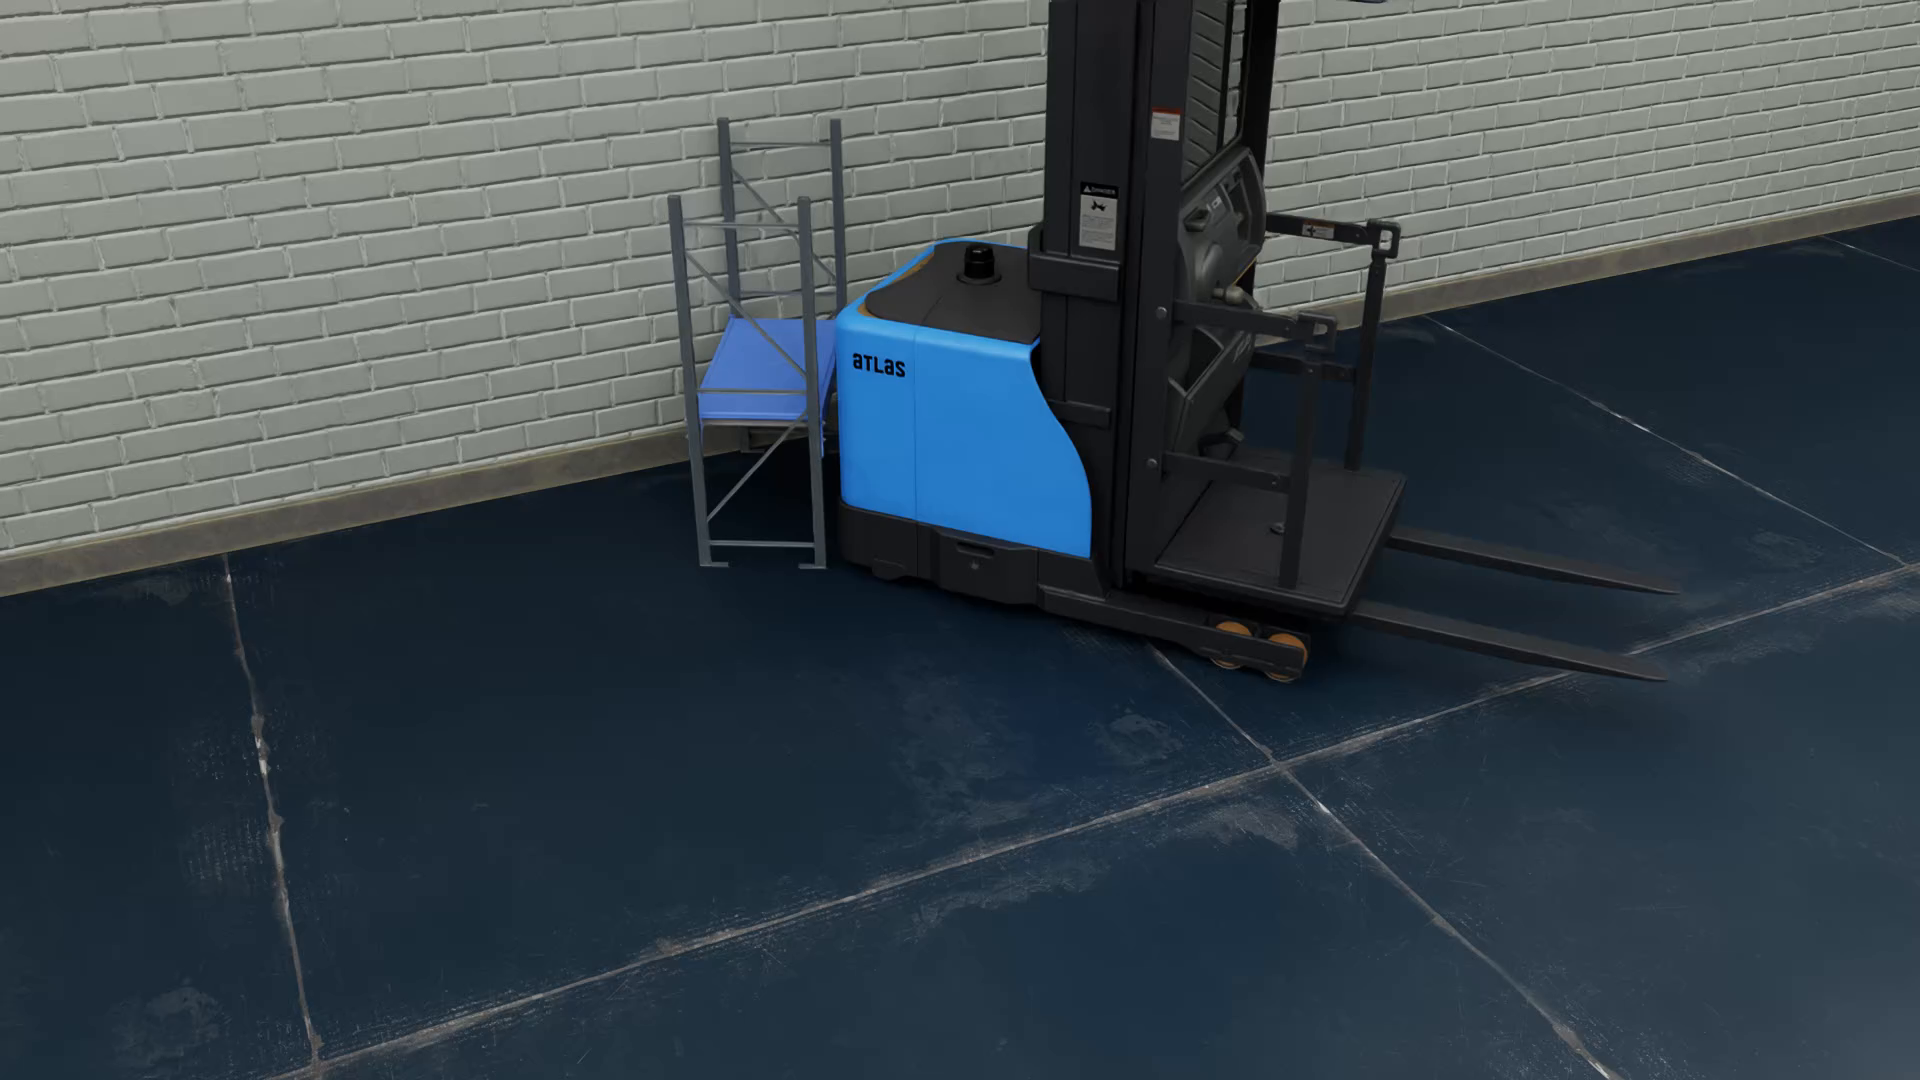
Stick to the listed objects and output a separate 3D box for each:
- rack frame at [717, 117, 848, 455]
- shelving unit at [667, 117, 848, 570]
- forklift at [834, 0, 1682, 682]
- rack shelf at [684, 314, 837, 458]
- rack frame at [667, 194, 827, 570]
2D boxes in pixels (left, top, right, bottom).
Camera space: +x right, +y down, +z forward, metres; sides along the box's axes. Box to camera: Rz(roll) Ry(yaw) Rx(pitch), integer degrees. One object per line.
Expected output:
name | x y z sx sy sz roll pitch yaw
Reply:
rack frame | -0.731 -1.046 7.081 0.500 1.500 0.032 1 29 2
shelving unit | -0.753 -0.797 6.638 0.538 1.500 1.048 1 29 2
forklift | 1.089 -1.076 5.671 3.031 2.935 1.130 12 32 21
rack shelf | -0.753 -0.640 6.726 0.538 0.185 1.000 1 29 2
rack frame | -0.776 -0.549 6.195 0.500 1.500 0.032 1 29 2
